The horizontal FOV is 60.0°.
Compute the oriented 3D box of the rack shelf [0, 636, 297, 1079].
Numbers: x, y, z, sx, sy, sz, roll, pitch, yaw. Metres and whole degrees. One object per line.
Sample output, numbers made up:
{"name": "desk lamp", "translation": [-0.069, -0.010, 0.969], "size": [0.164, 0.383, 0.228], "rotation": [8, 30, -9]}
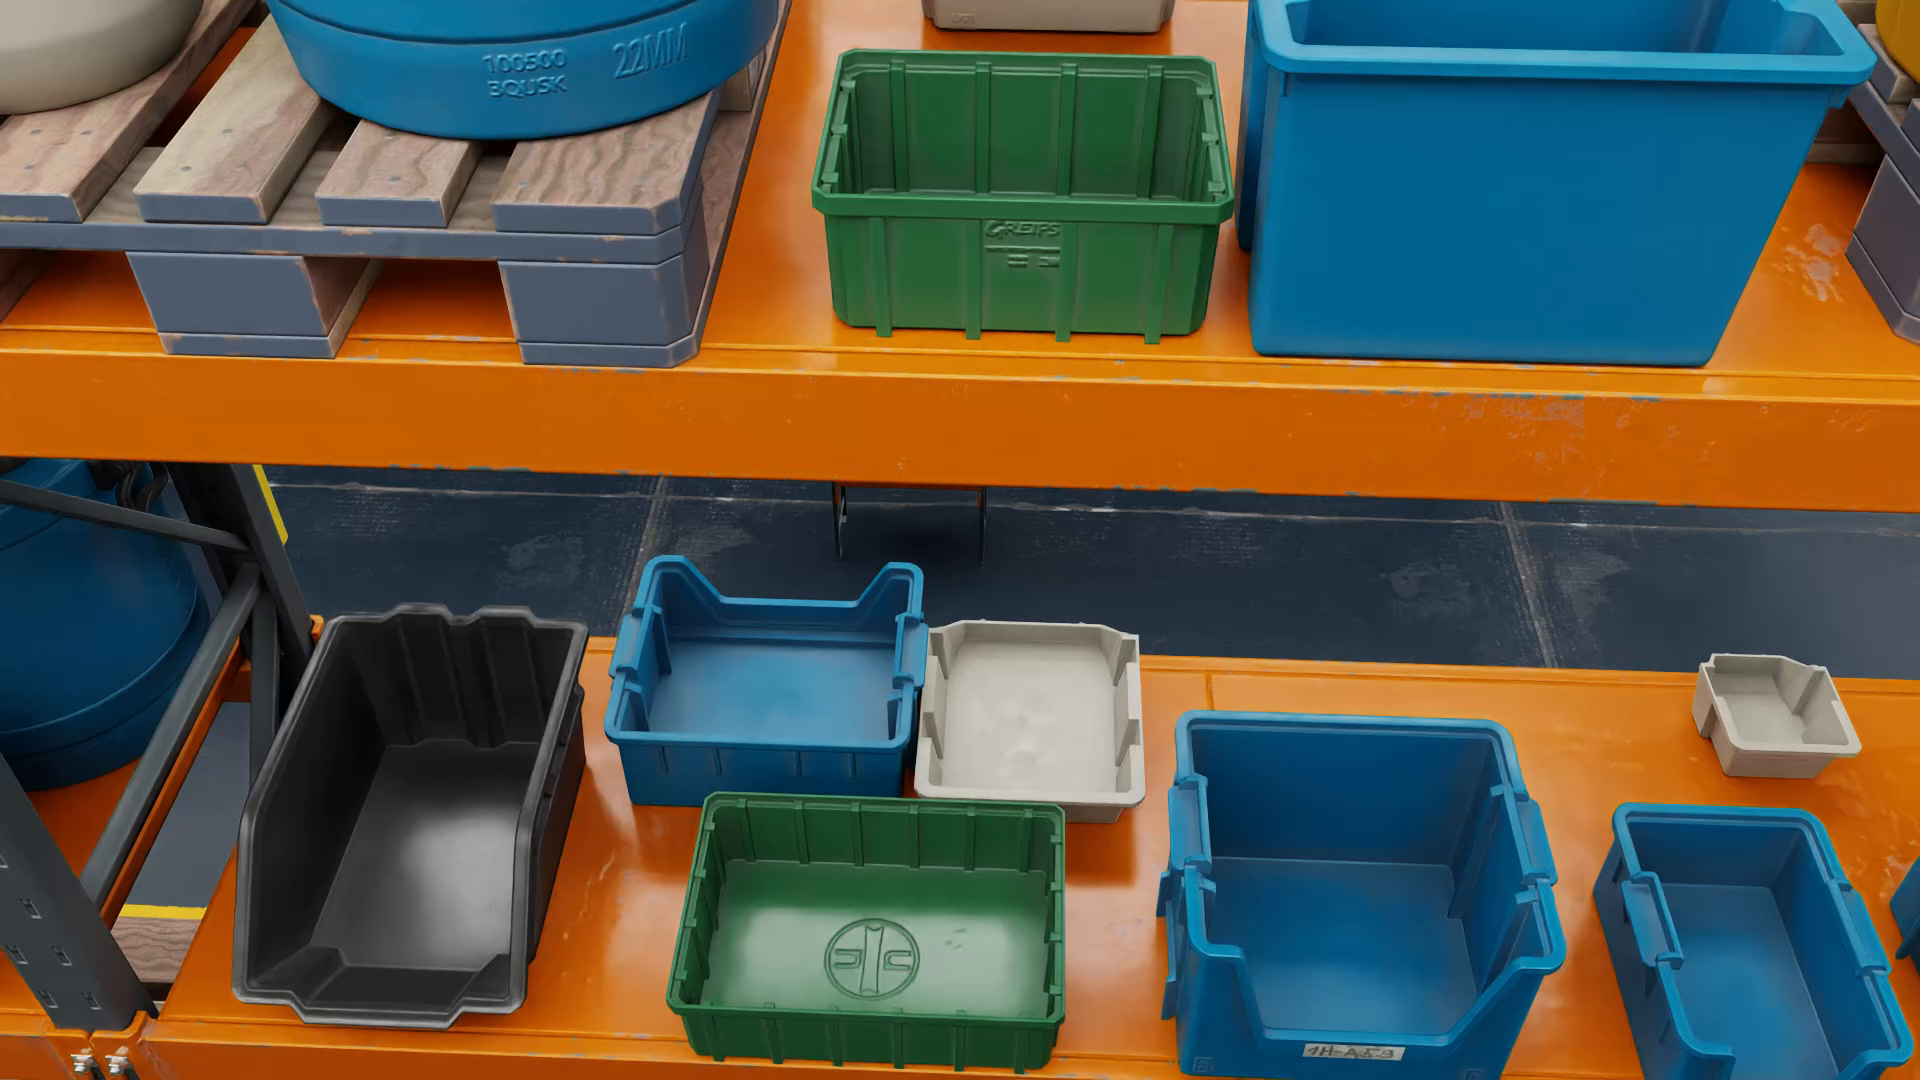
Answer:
{"name": "rack shelf", "translation": [-3.489, 0.585, 3.449], "size": [4.000, 0.370, 1.077], "rotation": [2, 43, 2]}

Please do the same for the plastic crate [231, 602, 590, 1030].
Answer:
{"name": "plastic crate", "translation": [-0.974, 0.509, 3.049], "size": [0.504, 0.338, 0.767], "rotation": [2, 43, 2]}

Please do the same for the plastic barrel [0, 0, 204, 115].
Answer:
{"name": "plastic barrel", "translation": [-1.070, -0.762, 1.776], "size": [0.421, 0.512, 0.421], "rotation": [0, 43, 0]}

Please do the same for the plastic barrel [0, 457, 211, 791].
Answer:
{"name": "plastic barrel", "translation": [-1.864, -0.018, 3.201], "size": [0.708, 0.901, 0.600], "rotation": [2, 43, 2]}

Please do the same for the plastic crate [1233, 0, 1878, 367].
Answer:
{"name": "plastic crate", "translation": [0.586, -0.439, 1.832], "size": [0.575, 0.384, 0.392], "rotation": [2, 43, 2]}

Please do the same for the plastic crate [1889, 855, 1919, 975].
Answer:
{"name": "plastic crate", "translation": [1.991, 0.749, 2.854], "size": [0.616, 0.251, 0.499], "rotation": [2, 43, 2]}

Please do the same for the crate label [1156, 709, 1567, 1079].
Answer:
{"name": "crate label", "translation": [0.654, 0.621, 2.857], "size": [0.616, 0.435, 0.502], "rotation": [2, 43, 2]}

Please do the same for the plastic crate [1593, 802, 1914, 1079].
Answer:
{"name": "plastic crate", "translation": [1.343, 0.725, 2.880], "size": [0.408, 0.251, 0.499], "rotation": [2, 43, 2]}

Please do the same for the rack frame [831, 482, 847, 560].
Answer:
{"name": "rack frame", "translation": [-0.409, -0.452, 5.355], "size": [0.015, 1.200, 0.240], "rotation": [2, 43, 2]}

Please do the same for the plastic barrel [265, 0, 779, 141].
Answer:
{"name": "plastic barrel", "translation": [-0.502, -0.948, 1.690], "size": [0.708, 0.901, 0.600], "rotation": [2, 43, 2]}

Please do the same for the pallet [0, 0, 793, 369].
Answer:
{"name": "pallet", "translation": [-0.766, -0.689, 2.227], "size": [1.003, 0.211, 1.213], "rotation": [2, 43, 2]}

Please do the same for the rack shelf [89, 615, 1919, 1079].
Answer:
{"name": "rack shelf", "translation": [0.507, 0.708, 3.317], "size": [4.000, 0.370, 1.077], "rotation": [2, 43, 2]}

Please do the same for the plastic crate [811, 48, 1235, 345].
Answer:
{"name": "plastic crate", "translation": [0.073, -0.403, 1.936], "size": [0.450, 0.188, 0.336], "rotation": [2, 43, 2]}

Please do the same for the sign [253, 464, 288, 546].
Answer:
{"name": "sign", "translation": [-1.456, -0.092, 3.445], "size": [0.005, 0.325, 0.100], "rotation": [2, 43, 2]}

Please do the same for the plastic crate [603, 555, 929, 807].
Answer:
{"name": "plastic crate", "translation": [-0.374, 0.287, 3.350], "size": [0.616, 0.251, 0.499], "rotation": [2, 43, 2]}

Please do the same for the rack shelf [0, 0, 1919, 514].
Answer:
{"name": "rack shelf", "translation": [0.507, -0.389, 2.295], "size": [4.000, 0.370, 1.077], "rotation": [2, 43, 2]}

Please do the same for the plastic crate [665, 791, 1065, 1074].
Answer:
{"name": "plastic crate", "translation": [-0.148, 0.695, 2.959], "size": [0.662, 0.188, 0.450], "rotation": [2, 43, 2]}

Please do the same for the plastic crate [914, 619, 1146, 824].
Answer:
{"name": "plastic crate", "translation": [0.142, 0.357, 3.359], "size": [0.437, 0.136, 0.530], "rotation": [2, 43, 2]}

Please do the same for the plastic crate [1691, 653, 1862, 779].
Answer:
{"name": "plastic crate", "translation": [1.625, 0.356, 3.360], "size": [0.250, 0.136, 0.298], "rotation": [2, 43, 2]}

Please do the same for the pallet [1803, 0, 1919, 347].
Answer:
{"name": "pallet", "translation": [1.682, -0.614, 2.147], "size": [1.213, 0.211, 1.003], "rotation": [2, 43, 2]}

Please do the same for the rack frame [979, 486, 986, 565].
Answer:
{"name": "rack frame", "translation": [0.078, -0.437, 5.338], "size": [0.015, 1.200, 0.240], "rotation": [2, 43, 2]}

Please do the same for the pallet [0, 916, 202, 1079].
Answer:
{"name": "pallet", "translation": [-2.278, 1.406, 4.086], "size": [1.213, 0.211, 1.003], "rotation": [2, 43, 2]}

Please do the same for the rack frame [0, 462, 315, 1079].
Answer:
{"name": "rack frame", "translation": [-1.491, 0.384, 3.138], "size": [0.127, 3.000, 1.000], "rotation": [2, 43, 2]}

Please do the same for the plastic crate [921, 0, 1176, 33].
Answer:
{"name": "plastic crate", "translation": [0.130, -0.844, 2.448], "size": [0.396, 0.136, 0.243], "rotation": [2, 43, 2]}

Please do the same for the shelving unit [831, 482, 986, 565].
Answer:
{"name": "shelving unit", "translation": [-0.165, -0.444, 5.346], "size": [0.503, 1.200, 0.258], "rotation": [2, 43, 2]}

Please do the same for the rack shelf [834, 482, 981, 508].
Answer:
{"name": "rack shelf", "translation": [-0.165, -0.250, 5.528], "size": [0.480, 0.148, 0.258], "rotation": [2, 43, 2]}
